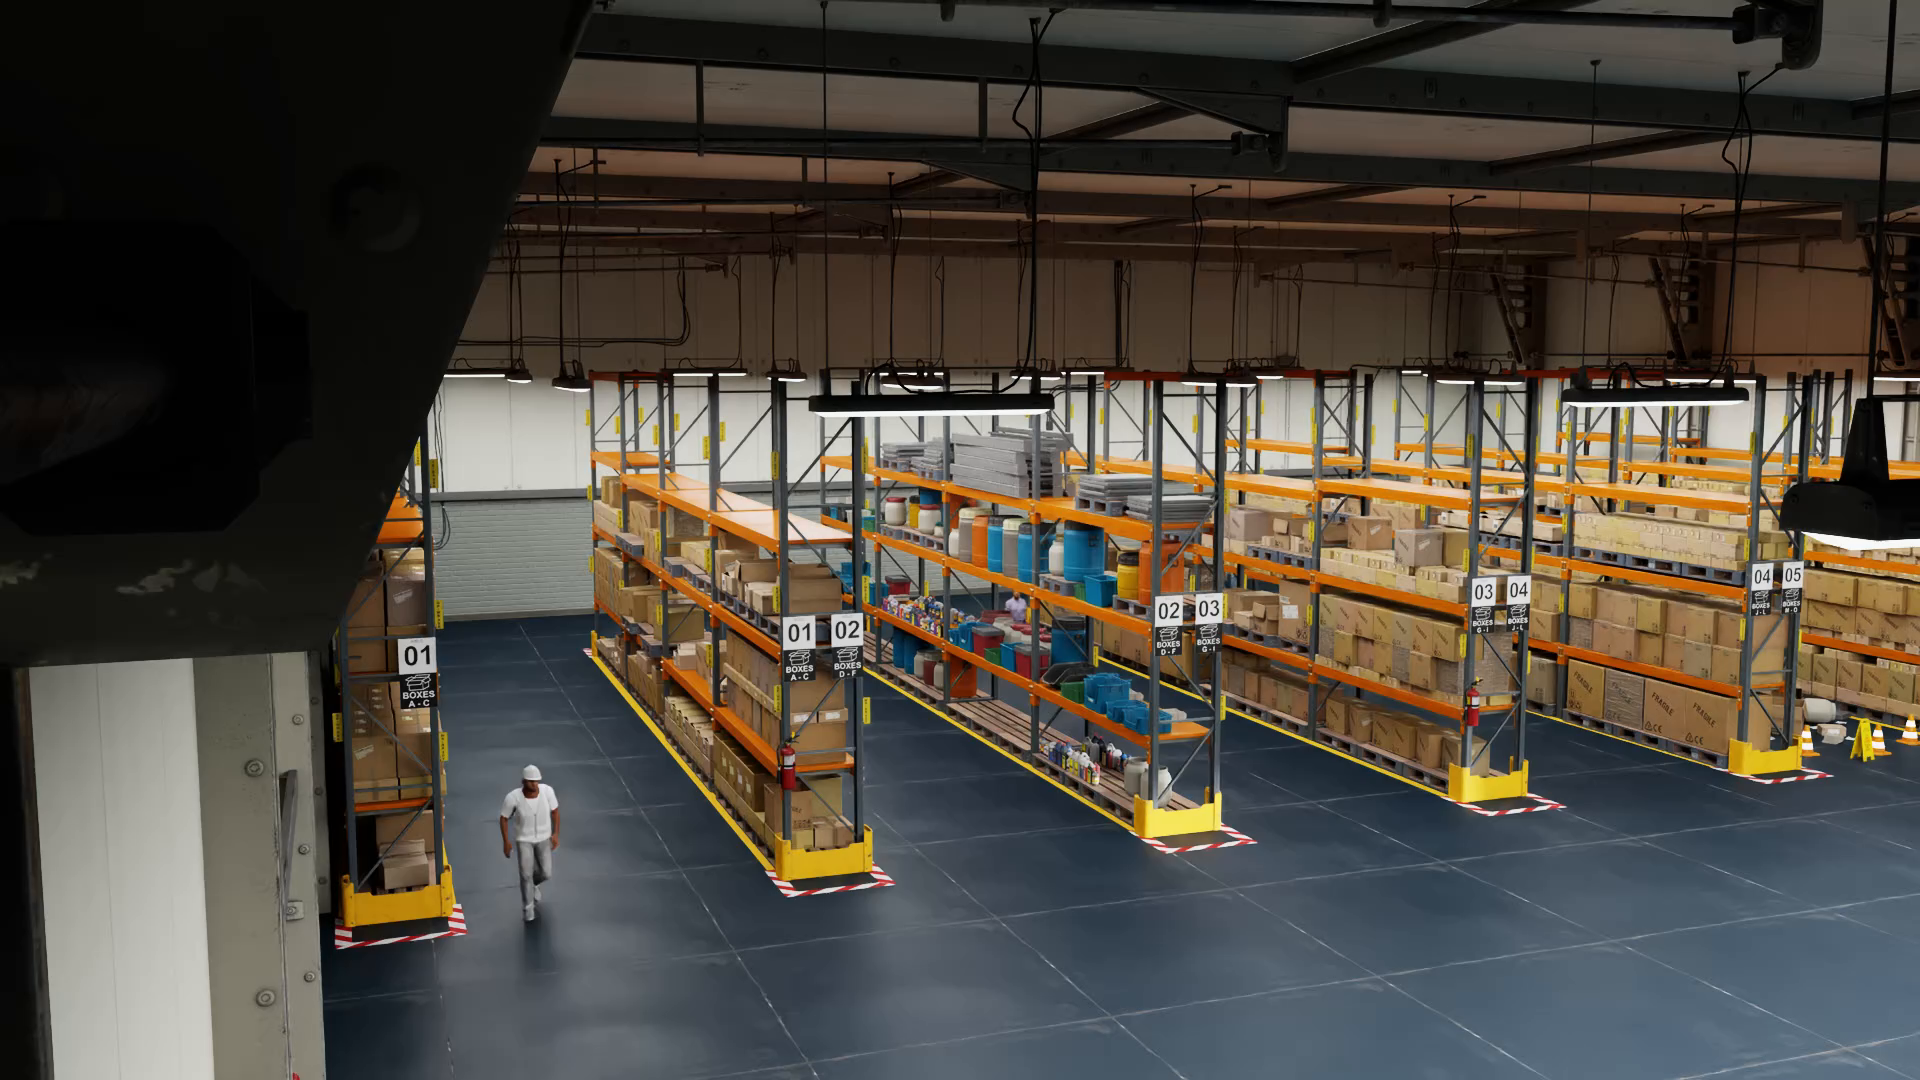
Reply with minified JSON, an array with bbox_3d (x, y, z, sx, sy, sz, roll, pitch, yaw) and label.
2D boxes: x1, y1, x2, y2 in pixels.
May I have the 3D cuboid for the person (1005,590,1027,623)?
[{"bbox_3d":[1.140,1.737,33.833,0.531,1.566,1.008,-2,7,-15],"label":"person"}]

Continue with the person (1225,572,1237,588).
[{"bbox_3d":[7.175,0.570,43.747,0.581,1.748,0.780,4,7,30],"label":"person"}]

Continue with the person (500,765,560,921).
[{"bbox_3d":[-4.874,3.375,18.835,0.658,1.745,0.655,-3,7,-28],"label":"person"}]
